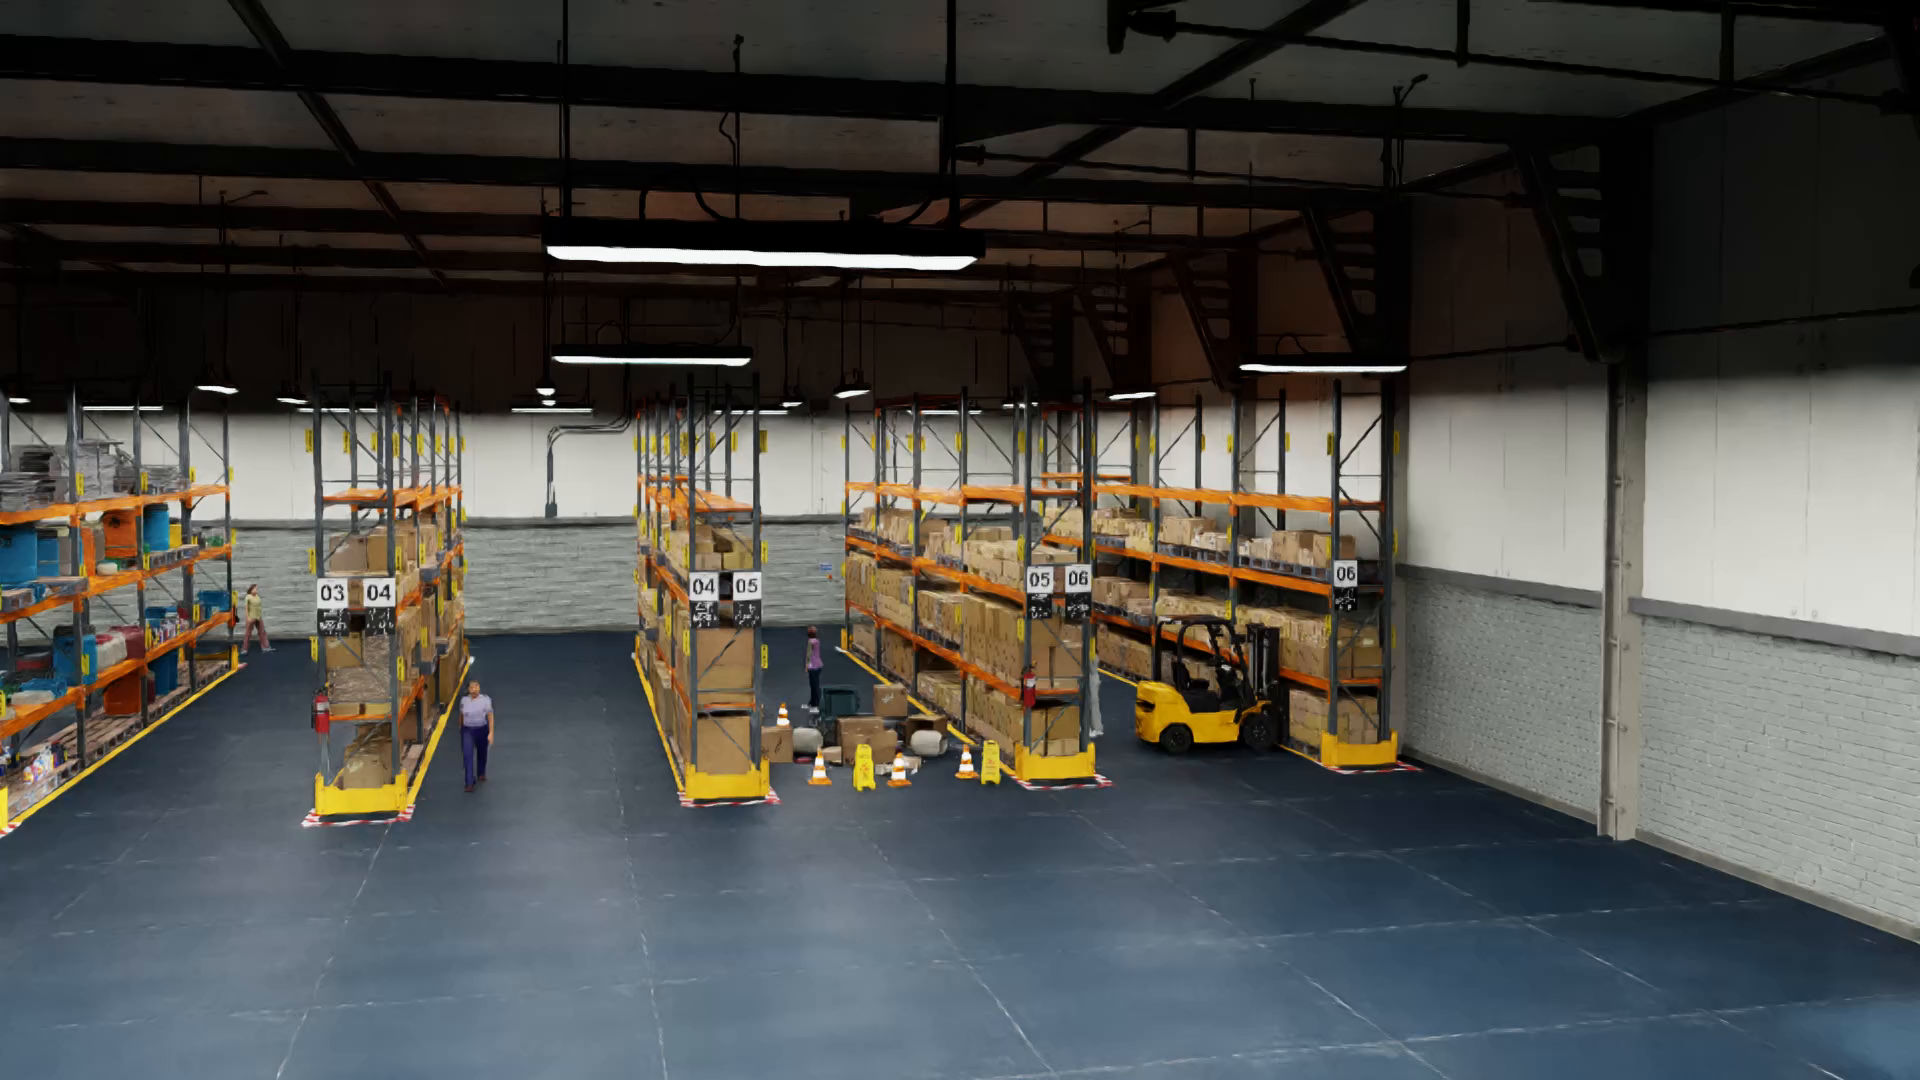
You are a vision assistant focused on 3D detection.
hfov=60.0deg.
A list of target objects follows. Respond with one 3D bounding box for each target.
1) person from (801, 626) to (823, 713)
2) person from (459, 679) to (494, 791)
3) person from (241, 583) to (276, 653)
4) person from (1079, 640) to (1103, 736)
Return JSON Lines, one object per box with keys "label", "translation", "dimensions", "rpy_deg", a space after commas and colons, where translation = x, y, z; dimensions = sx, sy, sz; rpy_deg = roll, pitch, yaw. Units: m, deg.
{"label": "person", "translation": [-2.761, 2.398, 31.065], "dimensions": [0.527, 1.592, 0.522], "rpy_deg": [1, 3, 17]}
{"label": "person", "translation": [-7.040, 2.803, 24.235], "dimensions": [0.491, 1.590, 1.001], "rpy_deg": [-1, 3, -15]}
{"label": "person", "translation": [-16.859, 1.861, 39.797], "dimensions": [0.565, 1.658, 0.687], "rpy_deg": [1, 4, 24]}
{"label": "person", "translation": [2.215, 2.500, 28.588], "dimensions": [0.569, 1.668, 0.563], "rpy_deg": [1, 3, 19]}
